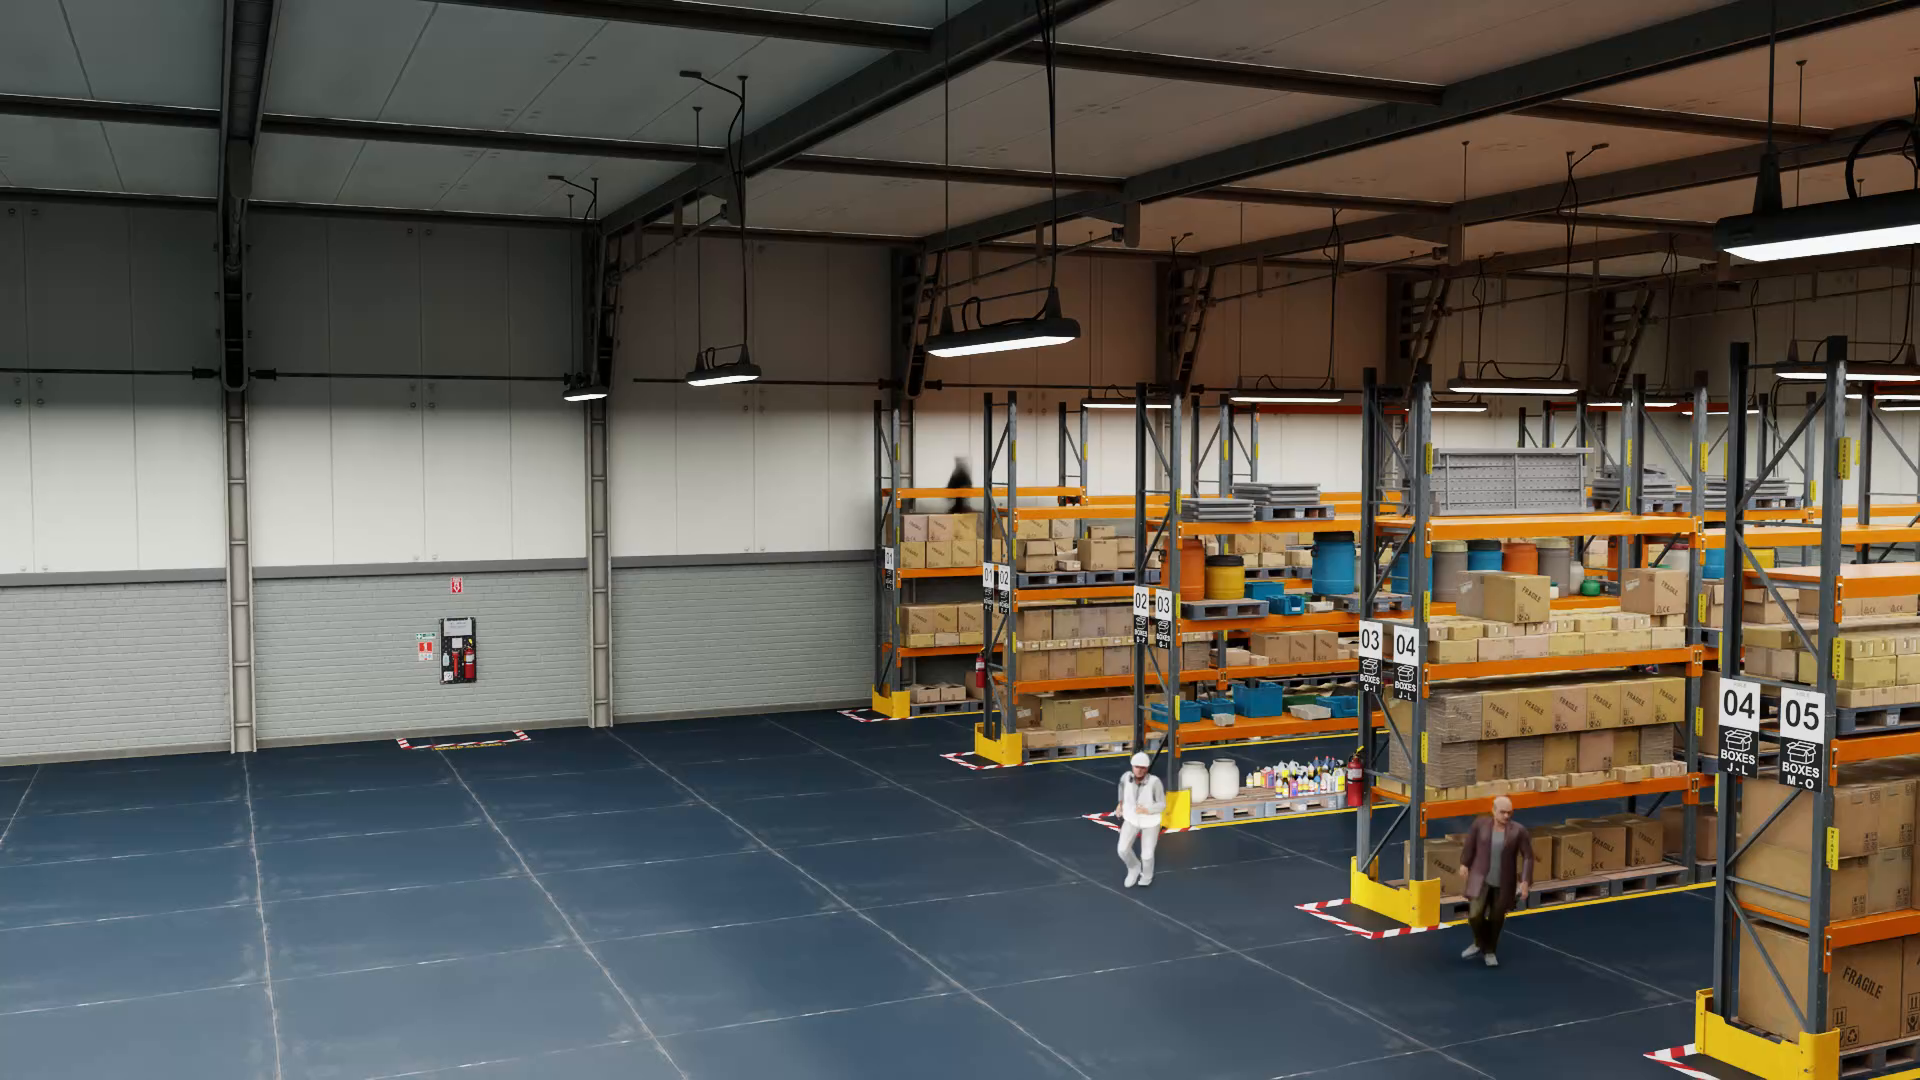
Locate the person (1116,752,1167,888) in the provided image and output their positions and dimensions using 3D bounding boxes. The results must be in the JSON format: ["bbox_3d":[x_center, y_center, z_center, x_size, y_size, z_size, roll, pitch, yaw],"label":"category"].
[{"bbox_3d":[2.072,3.215,19.083,0.671,1.642,0.956,1,4,19],"label":"person"}]

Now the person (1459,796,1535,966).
[{"bbox_3d":[5.256,3.343,16.287,0.685,1.736,0.743,1,3,15],"label":"person"}]
